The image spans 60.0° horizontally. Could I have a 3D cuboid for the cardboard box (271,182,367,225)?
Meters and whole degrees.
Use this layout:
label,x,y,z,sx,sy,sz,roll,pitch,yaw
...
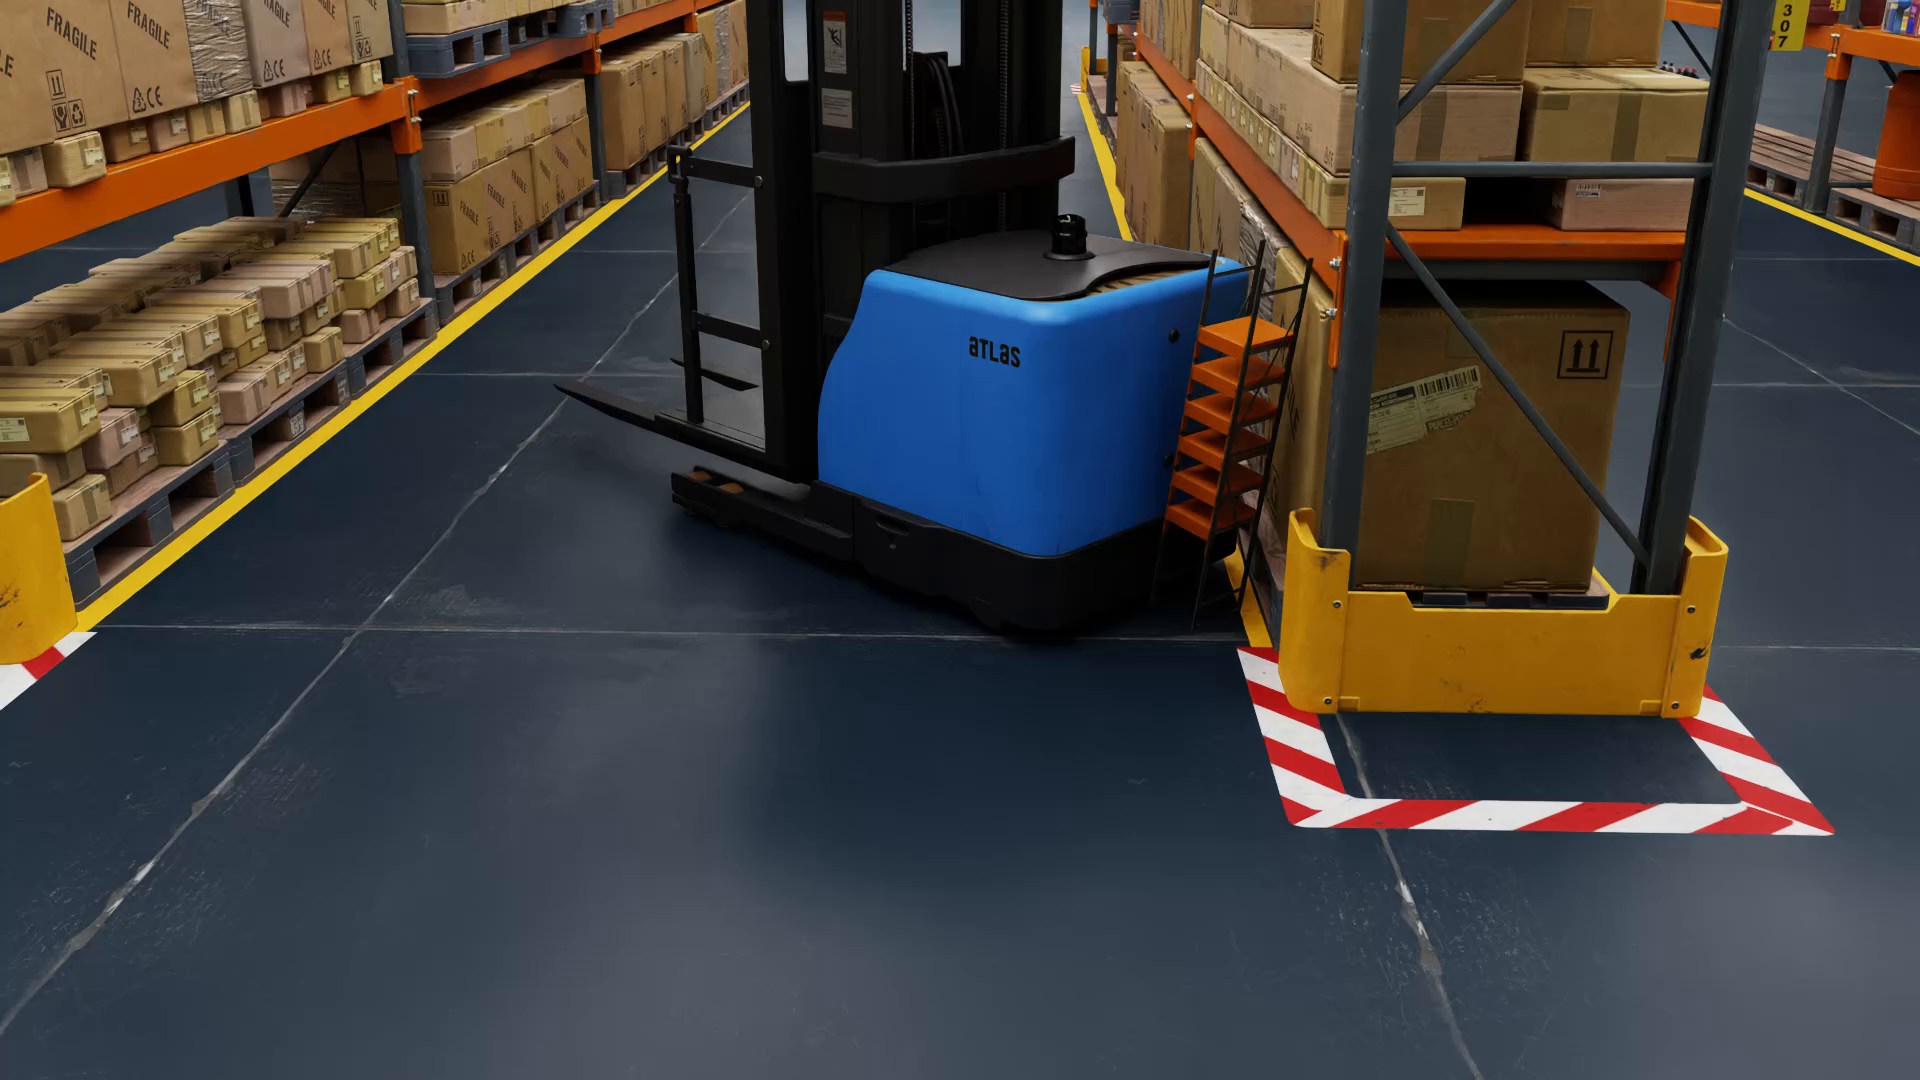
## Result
label,x,y,z,sx,sy,sz,roll,pitch,yaw
cardboard box,-3.521,-1.806,9.412,0.500,0.500,0.500,0,21,1

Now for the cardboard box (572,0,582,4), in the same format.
label,x,y,z,sx,sy,sz,roll,pitch,yaw
cardboard box,-2.742,-3.664,11.092,0.380,0.149,0.250,1,21,3

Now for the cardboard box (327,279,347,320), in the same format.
label,x,y,z,sx,sy,sz,roll,pitch,yaw
cardboard box,-3.075,-1.109,7.689,0.380,0.149,0.250,1,21,2

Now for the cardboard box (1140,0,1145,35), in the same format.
label,x,y,z,sx,sy,sz,roll,pitch,yaw
cardboard box,1.498,-3.734,11.369,0.500,0.500,0.500,1,21,3

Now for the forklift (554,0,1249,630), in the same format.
label,x,y,z,sx,sy,sz,roll,pitch,yaw
forklift,-0.441,-1.527,5.912,1.130,2.935,3.031,-20,29,-41

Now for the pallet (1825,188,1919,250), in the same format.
label,x,y,z,sx,sy,sz,roll,pitch,yaw
pallet,6.753,-2.221,11.460,1.003,0.211,1.213,1,21,2

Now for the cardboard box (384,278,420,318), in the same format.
label,x,y,z,sx,sy,sz,roll,pitch,yaw
cardboard box,-2.963,-1.227,8.404,0.380,0.149,0.250,1,21,2

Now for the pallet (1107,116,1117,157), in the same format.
label,x,y,z,sx,sy,sz,roll,pitch,yaw
pallet,1.884,-3.725,15.338,1.003,0.211,1.213,1,21,2

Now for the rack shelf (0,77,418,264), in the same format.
label,x,y,z,sx,sy,sz,roll,pitch,yaw
rack shelf,-3.352,-1.447,6.606,1.077,0.370,4.000,1,21,2

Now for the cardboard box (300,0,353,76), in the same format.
label,x,y,z,sx,sy,sz,roll,pitch,yaw
cardboard box,-3.041,-2.325,7.325,0.500,0.500,0.500,0,21,0

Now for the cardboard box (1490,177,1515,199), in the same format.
label,x,y,z,sx,sy,sz,roll,pitch,yaw
cardboard box,1.896,-1.161,5.222,0.380,0.149,0.250,0,21,0

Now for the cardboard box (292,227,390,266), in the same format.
label,x,y,z,sx,sy,sz,roll,pitch,yaw
cardboard box,-3.010,-1.425,8.093,0.380,0.149,0.250,1,21,2

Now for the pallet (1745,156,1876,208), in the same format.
label,x,y,z,sx,sy,sz,roll,pitch,yaw
pallet,6.798,-2.786,12.917,1.003,0.211,1.213,1,21,2

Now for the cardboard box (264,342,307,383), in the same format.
label,x,y,z,sx,sy,sz,roll,pitch,yaw
cardboard box,-3.070,-0.759,7.198,0.380,0.149,0.250,1,21,3

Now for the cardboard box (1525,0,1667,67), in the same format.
label,x,y,z,sx,sy,sz,roll,pitch,yaw
cardboard box,1.841,-1.738,5.120,0.500,0.500,0.500,0,21,0

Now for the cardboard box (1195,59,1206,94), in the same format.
label,x,y,z,sx,sy,sz,roll,pitch,yaw
cardboard box,1.322,-2.194,7.884,0.380,0.149,0.250,1,21,2

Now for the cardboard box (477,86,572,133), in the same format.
label,x,y,z,sx,sy,sz,roll,pitch,yaw
cardboard box,-2.933,-2.899,11.192,0.500,0.250,0.500,1,21,2

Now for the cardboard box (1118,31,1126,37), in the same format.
label,x,y,z,sx,sy,sz,roll,pitch,yaw
cardboard box,1.992,-5.558,19.082,0.500,0.500,0.500,5,22,12

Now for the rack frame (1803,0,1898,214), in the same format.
label,x,y,z,sx,sy,sz,roll,pitch,yaw
rack frame,6.735,-3.806,11.691,1.000,3.000,0.127,1,21,2

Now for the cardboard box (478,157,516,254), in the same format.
label,x,y,z,sx,sy,sz,roll,pitch,yaw
cardboard box,-2.990,-1.991,9.890,0.500,0.500,0.500,2,21,4

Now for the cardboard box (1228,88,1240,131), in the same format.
label,x,y,z,sx,sy,sz,roll,pitch,yaw
cardboard box,1.283,-1.725,6.676,0.380,0.149,0.250,1,21,2

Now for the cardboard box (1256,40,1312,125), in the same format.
label,x,y,z,sx,sy,sz,roll,pitch,yaw
cardboard box,1.322,-1.582,5.757,0.500,0.250,0.500,0,21,0

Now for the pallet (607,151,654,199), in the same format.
label,x,y,z,sx,sy,sz,roll,pitch,yaw
pallet,-3.071,-2.936,13.304,1.003,0.211,1.213,1,21,2

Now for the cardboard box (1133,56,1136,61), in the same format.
label,x,y,z,sx,sy,sz,roll,pitch,yaw
cardboard box,1.958,-4.481,16.307,0.500,0.500,0.500,0,21,0

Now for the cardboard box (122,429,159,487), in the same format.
label,x,y,z,sx,sy,sz,roll,pitch,yaw
cardboard box,-3.151,-0.297,6.009,0.380,0.149,0.250,1,21,2

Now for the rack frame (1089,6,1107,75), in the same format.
label,x,y,z,sx,sy,sz,roll,pitch,yaw
rack frame,2.028,-6.753,19.287,1.000,3.000,0.127,1,21,2

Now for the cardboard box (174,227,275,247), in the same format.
label,x,y,z,sx,sy,sz,roll,pitch,yaw
cardboard box,-3.577,-1.428,8.101,0.380,0.149,0.250,2,21,4

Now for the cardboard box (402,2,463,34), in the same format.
label,x,y,z,sx,sy,sz,roll,pitch,yaw
cardboard box,-2.820,-2.721,8.663,0.380,0.149,0.250,0,21,-1

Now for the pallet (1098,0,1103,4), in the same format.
label,x,y,z,sx,sy,sz,roll,pitch,yaw
pallet,1.738,-4.943,14.886,1.003,0.211,1.213,1,21,2

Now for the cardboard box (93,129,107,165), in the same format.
label,x,y,z,sx,sy,sz,roll,pitch,yaw
cardboard box,-3.177,-1.340,5.683,0.380,0.149,0.250,2,21,4

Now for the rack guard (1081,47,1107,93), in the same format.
label,x,y,z,sx,sy,sz,roll,pitch,yaw
rack guard,2.026,-5.560,19.668,1.175,0.500,0.348,1,21,2

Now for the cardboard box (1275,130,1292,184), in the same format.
label,x,y,z,sx,sy,sz,roll,pitch,yaw
cardboard box,1.247,-1.259,5.474,0.380,0.149,0.250,1,21,3

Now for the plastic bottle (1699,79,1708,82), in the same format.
label,x,y,z,sx,sy,sz,roll,pitch,yaw
plastic bottle,7.287,-4.415,16.419,0.152,0.276,0.135,1,21,4

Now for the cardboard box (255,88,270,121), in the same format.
label,x,y,z,sx,sy,sz,roll,pitch,yaw
cardboard box,-3.105,-1.809,6.892,0.380,0.149,0.250,0,21,1

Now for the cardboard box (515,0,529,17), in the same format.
label,x,y,z,sx,sy,sz,roll,pitch,yaw
cardboard box,-2.786,-3.194,9.880,0.380,0.149,0.250,0,21,1

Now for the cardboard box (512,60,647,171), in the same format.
label,x,y,z,sx,sy,sz,roll,pitch,yaw
cardboard box,-3.061,-3.318,12.963,1.050,0.750,0.750,0,21,1

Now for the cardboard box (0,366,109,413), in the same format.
label,x,y,z,sx,sy,sz,roll,pitch,yaw
cardboard box,-3.170,-0.490,5.683,0.380,0.149,0.250,1,21,3

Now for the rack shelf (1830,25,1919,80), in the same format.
label,x,y,z,sx,sy,sz,roll,pitch,yaw
rack shelf,6.674,-2.748,9.958,1.077,0.370,4.000,1,21,2

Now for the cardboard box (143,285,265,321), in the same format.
label,x,y,z,sx,sy,sz,roll,pitch,yaw
cardboard box,-3.125,-0.957,6.887,0.380,0.149,0.250,1,21,2

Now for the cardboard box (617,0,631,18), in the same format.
label,x,y,z,sx,sy,sz,roll,pitch,yaw
cardboard box,-2.874,-4.342,12.933,0.500,0.500,0.500,0,21,1

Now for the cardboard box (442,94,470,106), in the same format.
label,x,y,z,sx,sy,sz,roll,pitch,yaw
cardboard box,-3.476,-2.723,10.738,0.500,0.250,0.500,1,21,2

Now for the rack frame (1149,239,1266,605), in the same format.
label,x,y,z,sx,sy,sz,roll,pitch,yaw
rack frame,0.768,-0.347,5.204,0.240,1.200,0.006,-18,36,-38

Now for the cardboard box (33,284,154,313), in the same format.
label,x,y,z,sx,sy,sz,roll,pitch,yaw
cardboard box,-3.582,-0.962,6.901,0.380,0.149,0.250,1,21,2

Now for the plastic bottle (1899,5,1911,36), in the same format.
label,x,y,z,sx,sy,sz,roll,pitch,yaw
plastic bottle,6.365,-3.484,11.135,0.097,0.201,0.097,0,21,0

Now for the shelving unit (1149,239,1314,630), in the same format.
label,x,y,z,sx,sy,sz,roll,pitch,yaw
shelving unit,0.827,-0.310,5.146,0.258,1.200,0.189,-18,36,-38

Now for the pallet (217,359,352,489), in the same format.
label,x,y,z,sx,sy,sz,roll,pitch,yaw
pallet,-3.311,-0.520,7.077,1.003,0.211,1.213,1,21,2

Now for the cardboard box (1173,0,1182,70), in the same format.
label,x,y,z,sx,sy,sz,roll,pitch,yaw
cardboard box,1.426,-2.812,8.991,0.500,0.500,0.500,1,21,3

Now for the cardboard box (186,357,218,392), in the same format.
label,x,y,z,sx,sy,sz,roll,pitch,yaw
cardboard box,-3.128,-0.628,6.449,0.380,0.149,0.250,0,21,-1

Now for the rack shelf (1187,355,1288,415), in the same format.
label,x,y,z,sx,sy,sz,roll,pitch,yaw
rack shelf,0.847,-0.482,5.055,0.258,0.103,0.180,-18,36,-38

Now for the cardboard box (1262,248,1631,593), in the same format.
label,x,y,z,sx,sy,sz,roll,pitch,yaw
cardboard box,1.481,-0.406,5.284,0.875,0.875,0.875,1,21,2

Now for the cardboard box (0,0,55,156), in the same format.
label,x,y,z,sx,sy,sz,roll,pitch,yaw
cardboard box,-3.123,-1.404,4.951,0.500,0.500,0.500,2,21,4
